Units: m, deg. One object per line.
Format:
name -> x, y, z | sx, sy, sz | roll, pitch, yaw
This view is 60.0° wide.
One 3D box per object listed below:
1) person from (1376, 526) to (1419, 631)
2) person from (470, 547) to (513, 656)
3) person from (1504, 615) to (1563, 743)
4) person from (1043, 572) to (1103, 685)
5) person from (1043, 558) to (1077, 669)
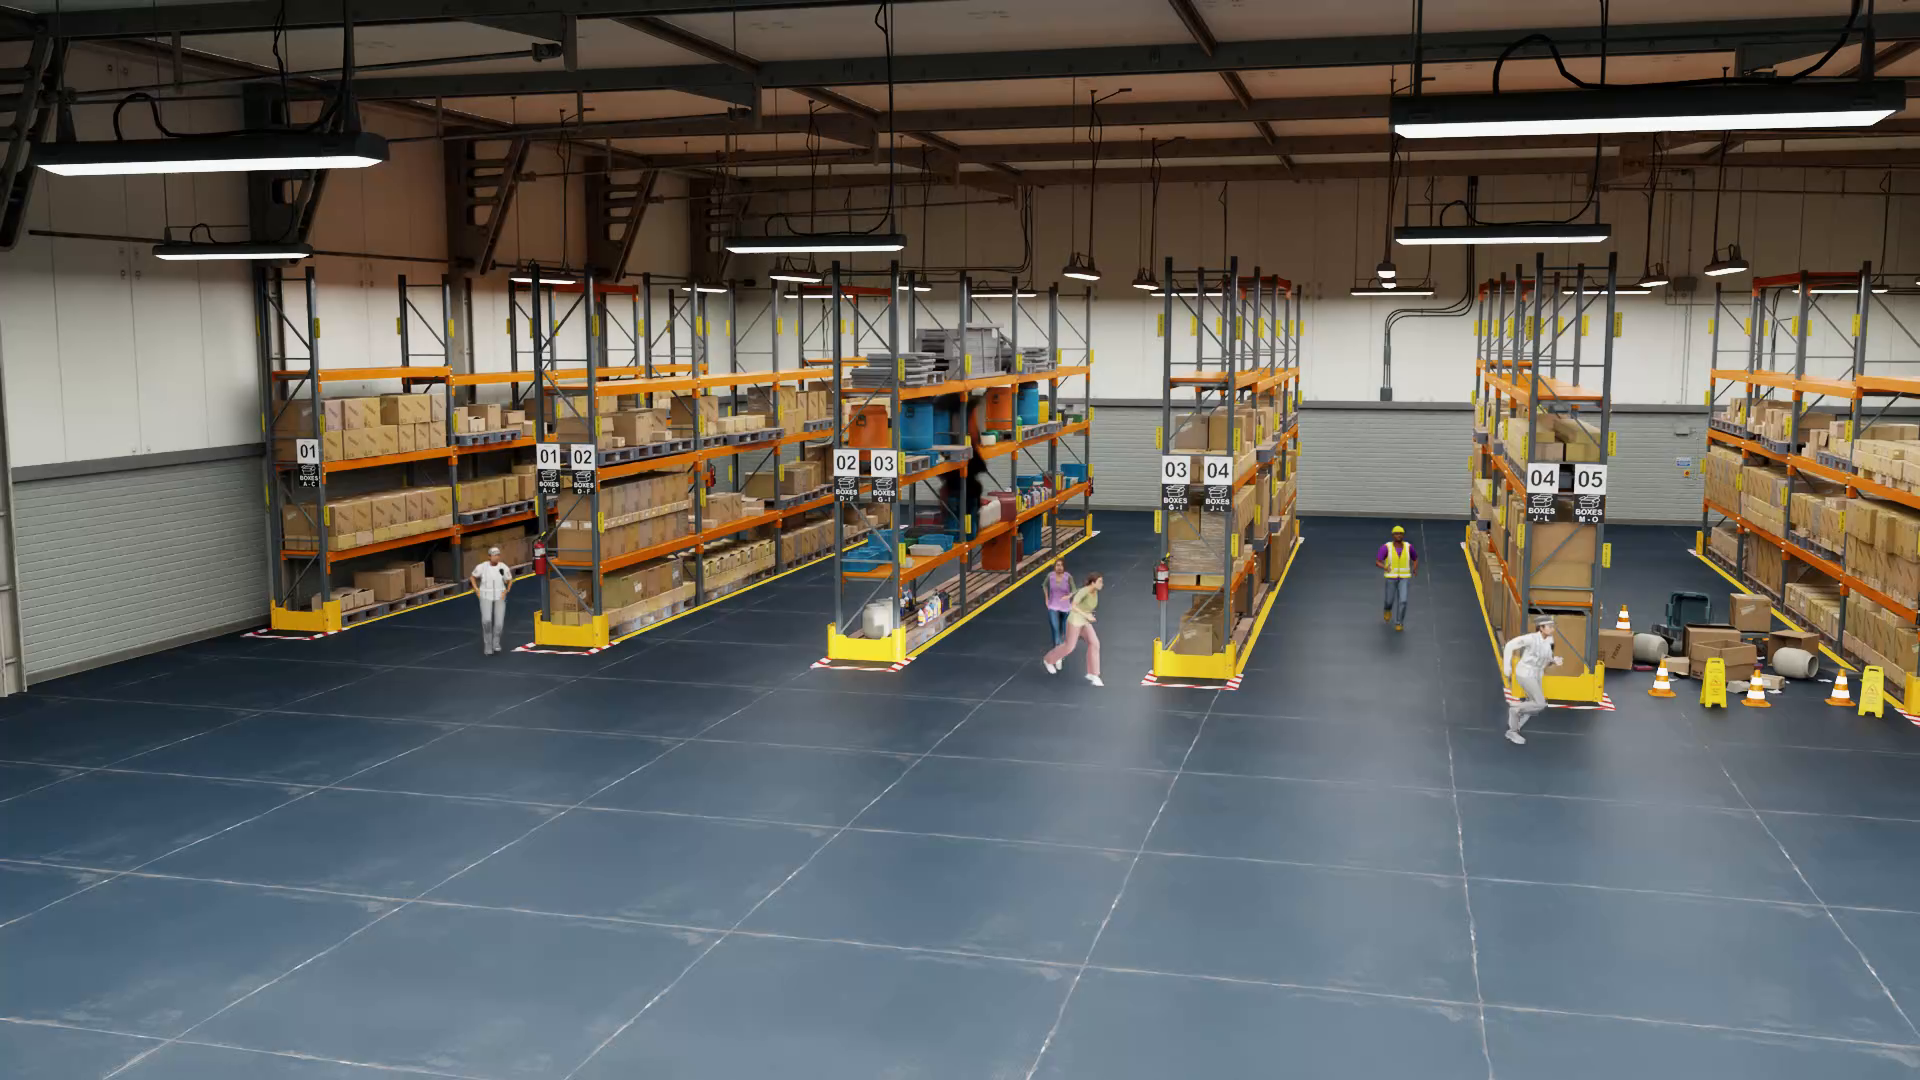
person -> 7.307, 0.629, 27.781 | 0.714, 1.733, 0.791 | 1, 7, 7
person -> -7.215, 0.941, 25.714 | 0.620, 1.666, 0.648 | -3, 8, -23
person -> 6.927, 1.674, 20.054 | 0.602, 1.611, 0.692 | -6, 9, -38
person -> 1.626, 1.232, 23.705 | 1.005, 1.626, 0.614 | 4, 8, 30
person -> 1.503, 1.059, 25.025 | 0.495, 1.616, 1.017 | -1, 7, -4
